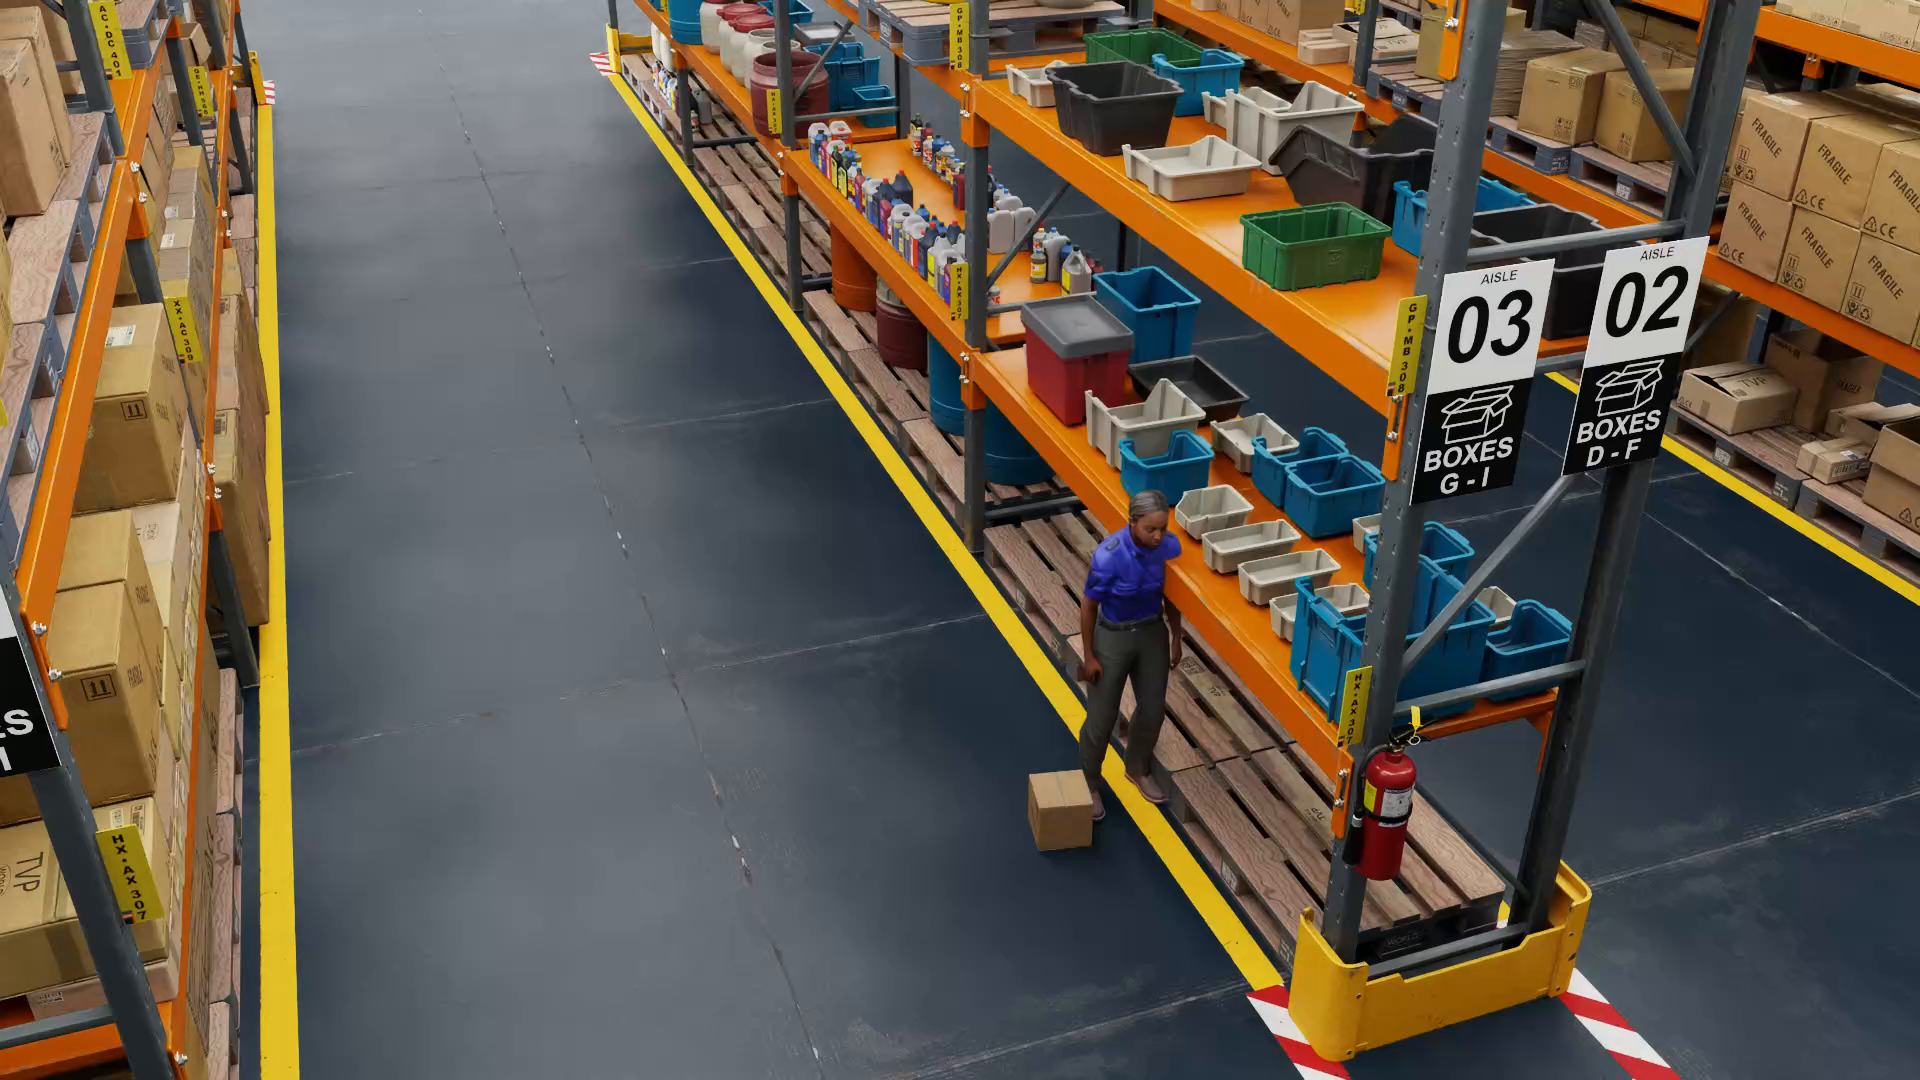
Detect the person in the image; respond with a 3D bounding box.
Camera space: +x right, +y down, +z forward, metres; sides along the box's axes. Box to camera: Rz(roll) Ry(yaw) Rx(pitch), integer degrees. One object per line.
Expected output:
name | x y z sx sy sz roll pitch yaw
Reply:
person | 0.768 0.483 7.505 0.507 1.655 0.349 -10 32 -17
